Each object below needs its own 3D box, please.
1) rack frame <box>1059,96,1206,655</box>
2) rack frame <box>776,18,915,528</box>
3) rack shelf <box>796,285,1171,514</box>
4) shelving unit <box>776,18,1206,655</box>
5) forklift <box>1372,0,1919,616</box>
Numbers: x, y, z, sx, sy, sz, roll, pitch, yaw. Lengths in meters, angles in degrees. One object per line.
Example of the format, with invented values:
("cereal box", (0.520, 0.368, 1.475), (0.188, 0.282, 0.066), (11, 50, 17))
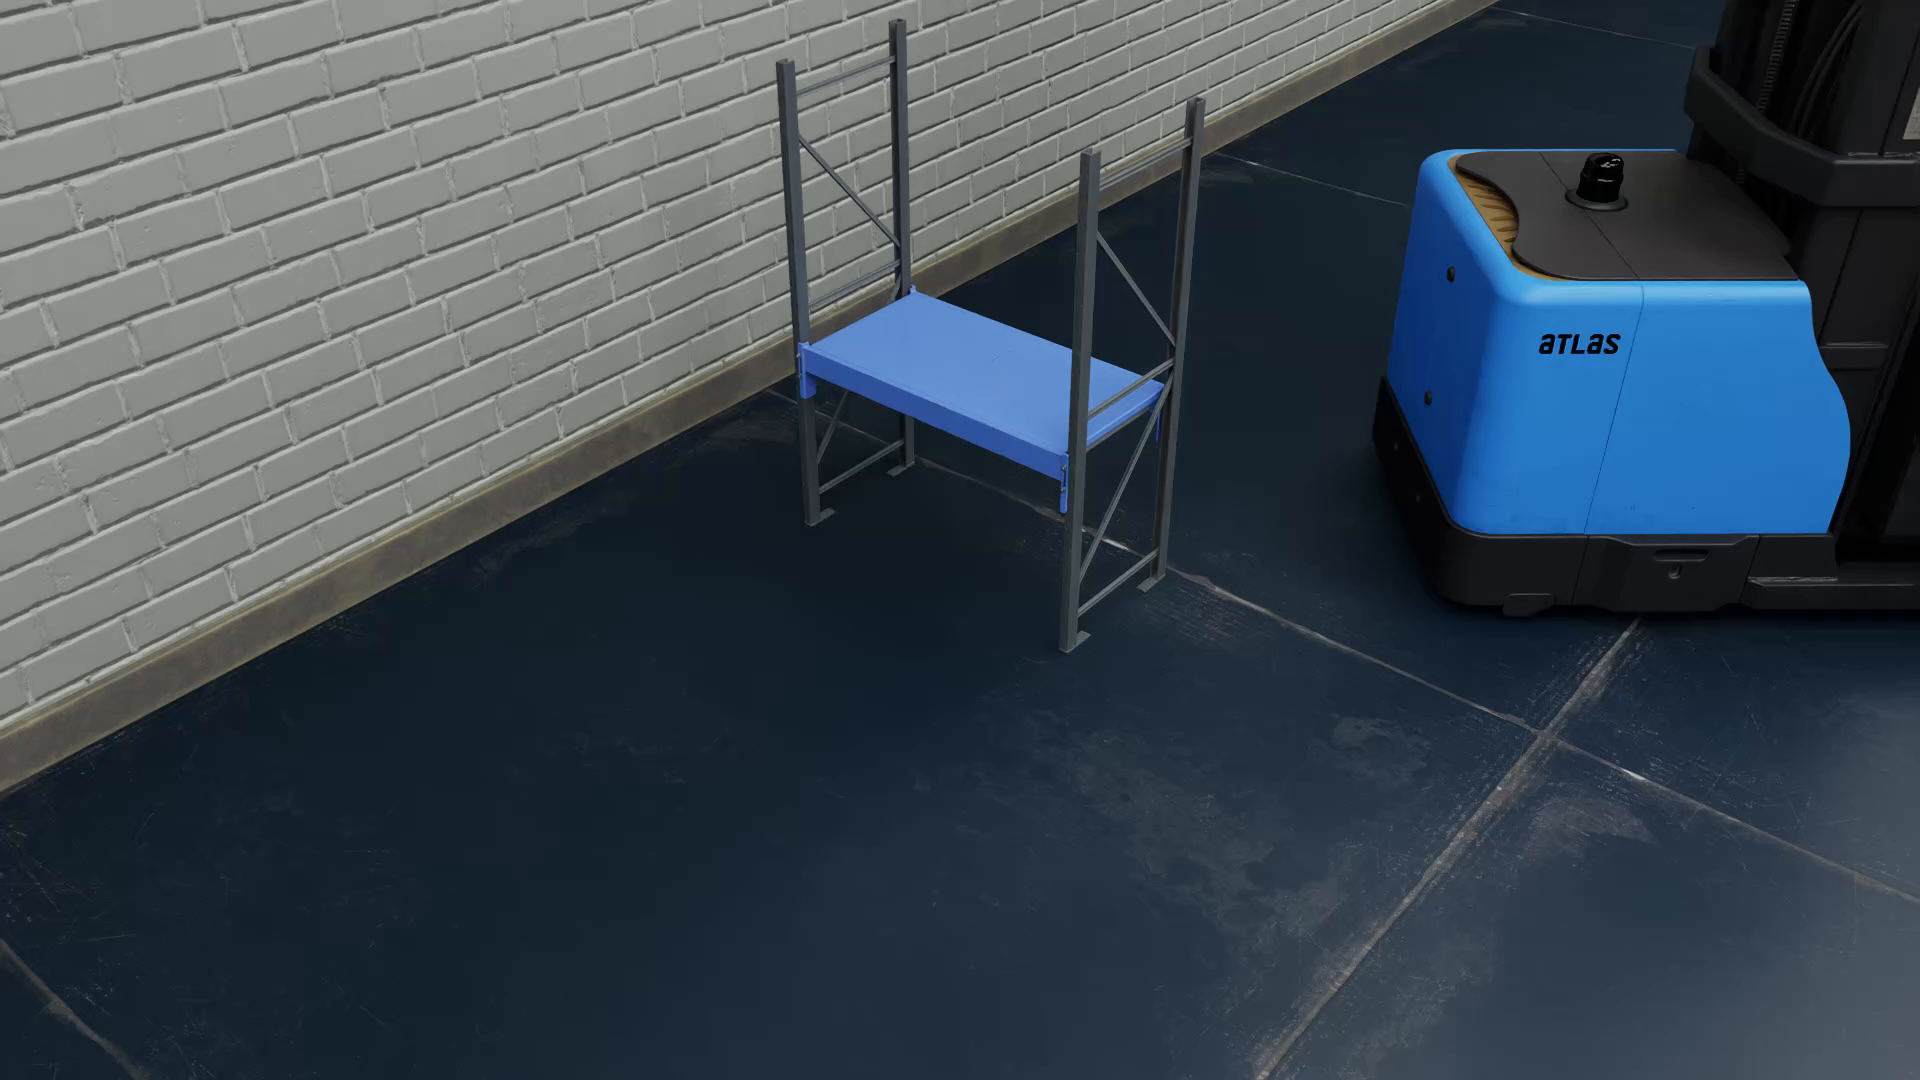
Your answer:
("rack frame", (0.456, -0.403, 4.512), (0.032, 1.500, 0.500), (25, 42, 32))
("rack frame", (-0.325, -0.771, 5.049), (0.032, 1.500, 0.500), (25, 42, 32))
("rack shelf", (0.066, -0.439, 4.882), (1.000, 0.185, 0.538), (25, 42, 32))
("shelving unit", (0.066, -0.587, 4.780), (1.048, 1.500, 0.538), (25, 42, 32))
("forklift", (2.912, -1.261, 4.498), (3.031, 2.935, 1.130), (0, 34, 0))
